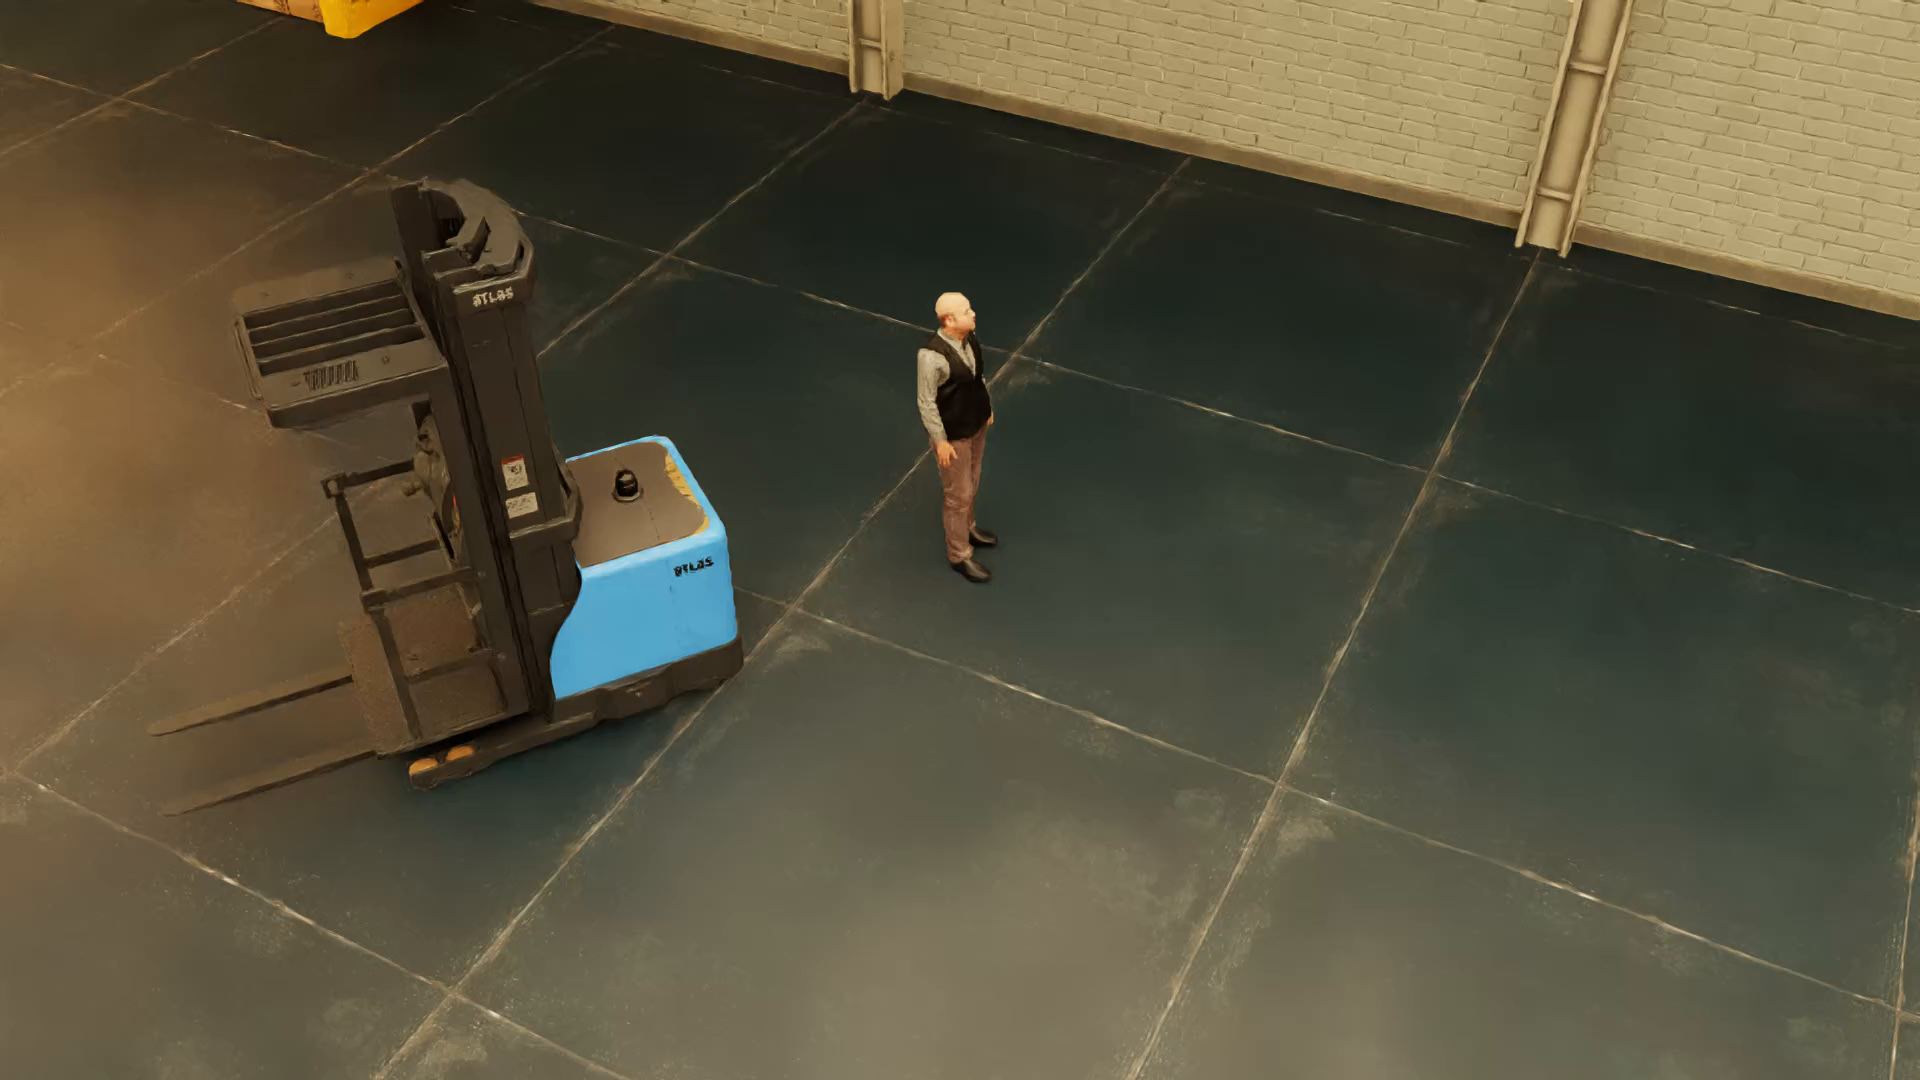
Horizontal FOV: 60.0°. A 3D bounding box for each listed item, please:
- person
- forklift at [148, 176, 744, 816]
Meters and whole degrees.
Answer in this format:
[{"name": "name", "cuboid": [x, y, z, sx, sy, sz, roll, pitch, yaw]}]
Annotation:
[{"name": "person", "cuboid": [0.052, -0.641, 9.675, 0.567, 1.720, 0.632, 18, 43, 21]}, {"name": "forklift", "cuboid": [-2.766, -0.206, 8.231, 3.031, 2.935, 1.130, -18, 43, -20]}]
